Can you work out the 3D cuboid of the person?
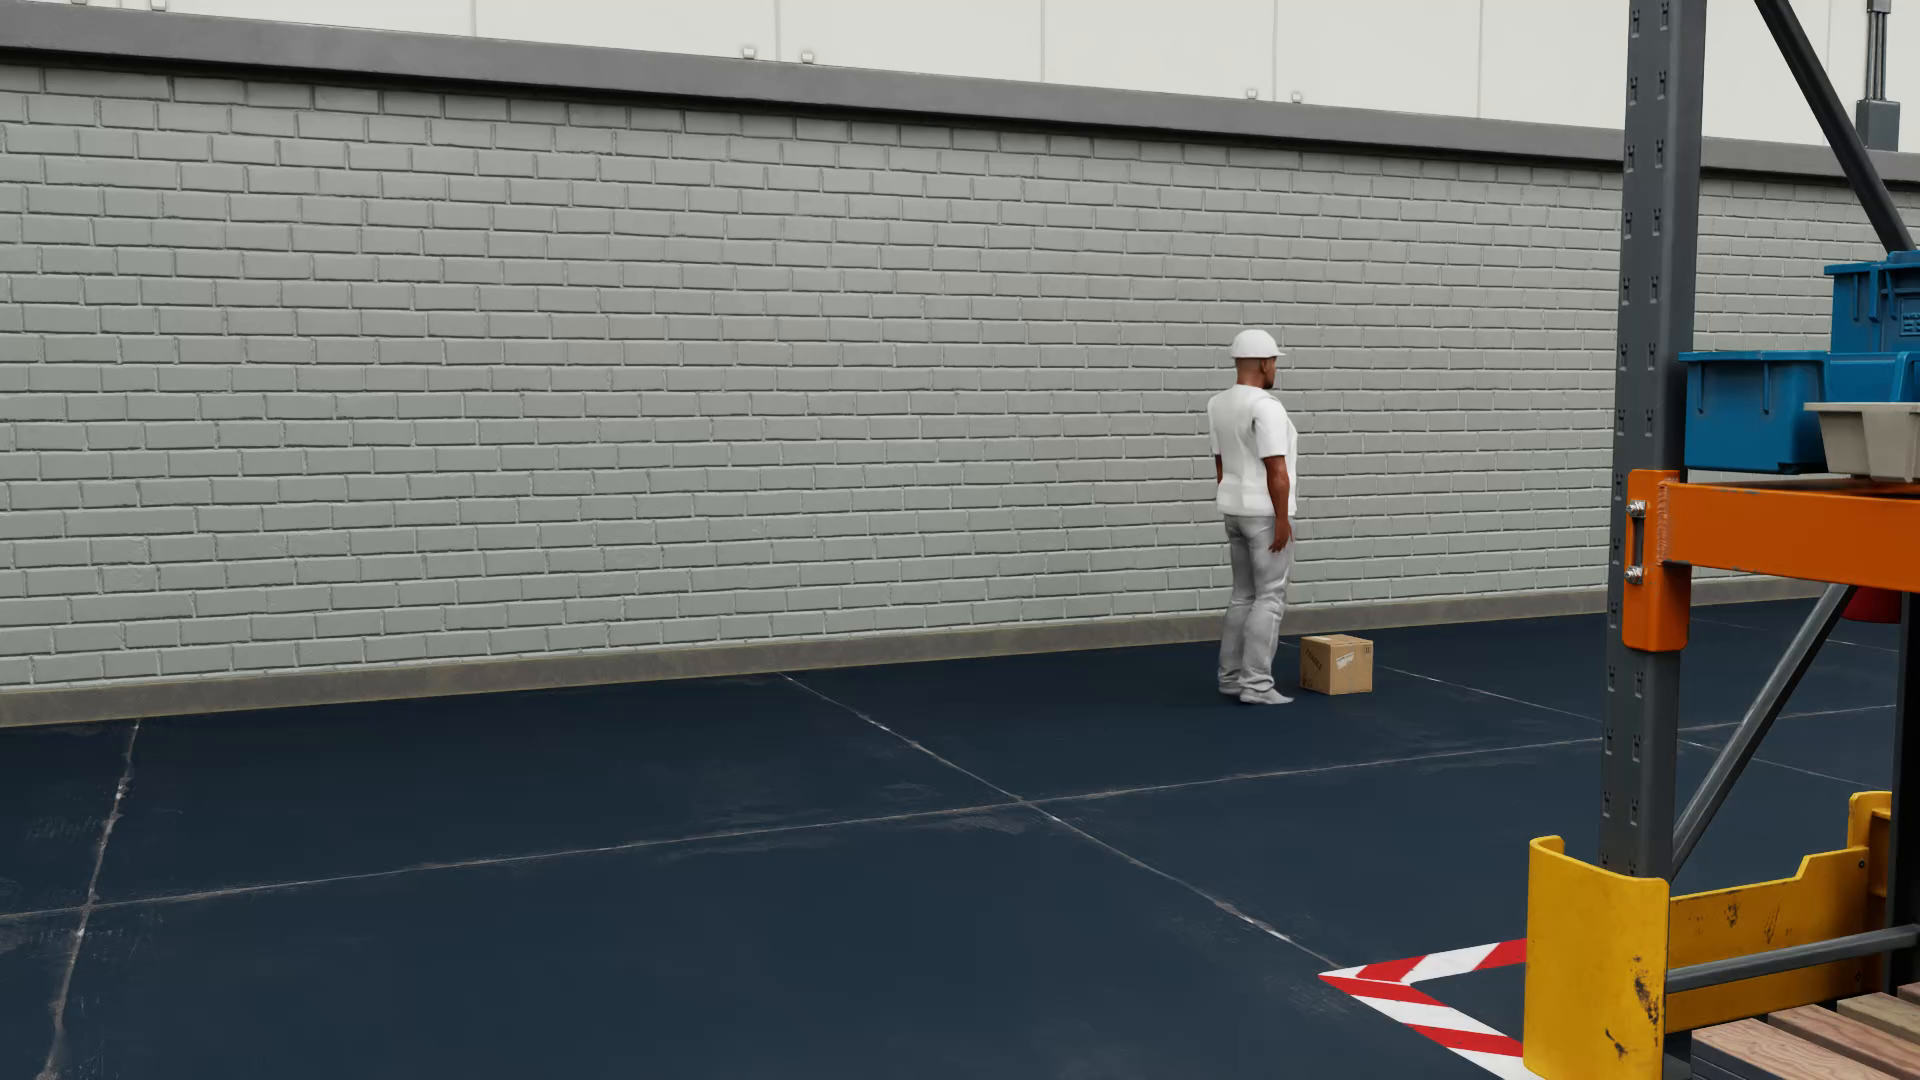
[{"bbox_3d":[1.415,-0.103,7.960,0.370,1.792,0.563,-2,6,-22],"label":"person"}]
